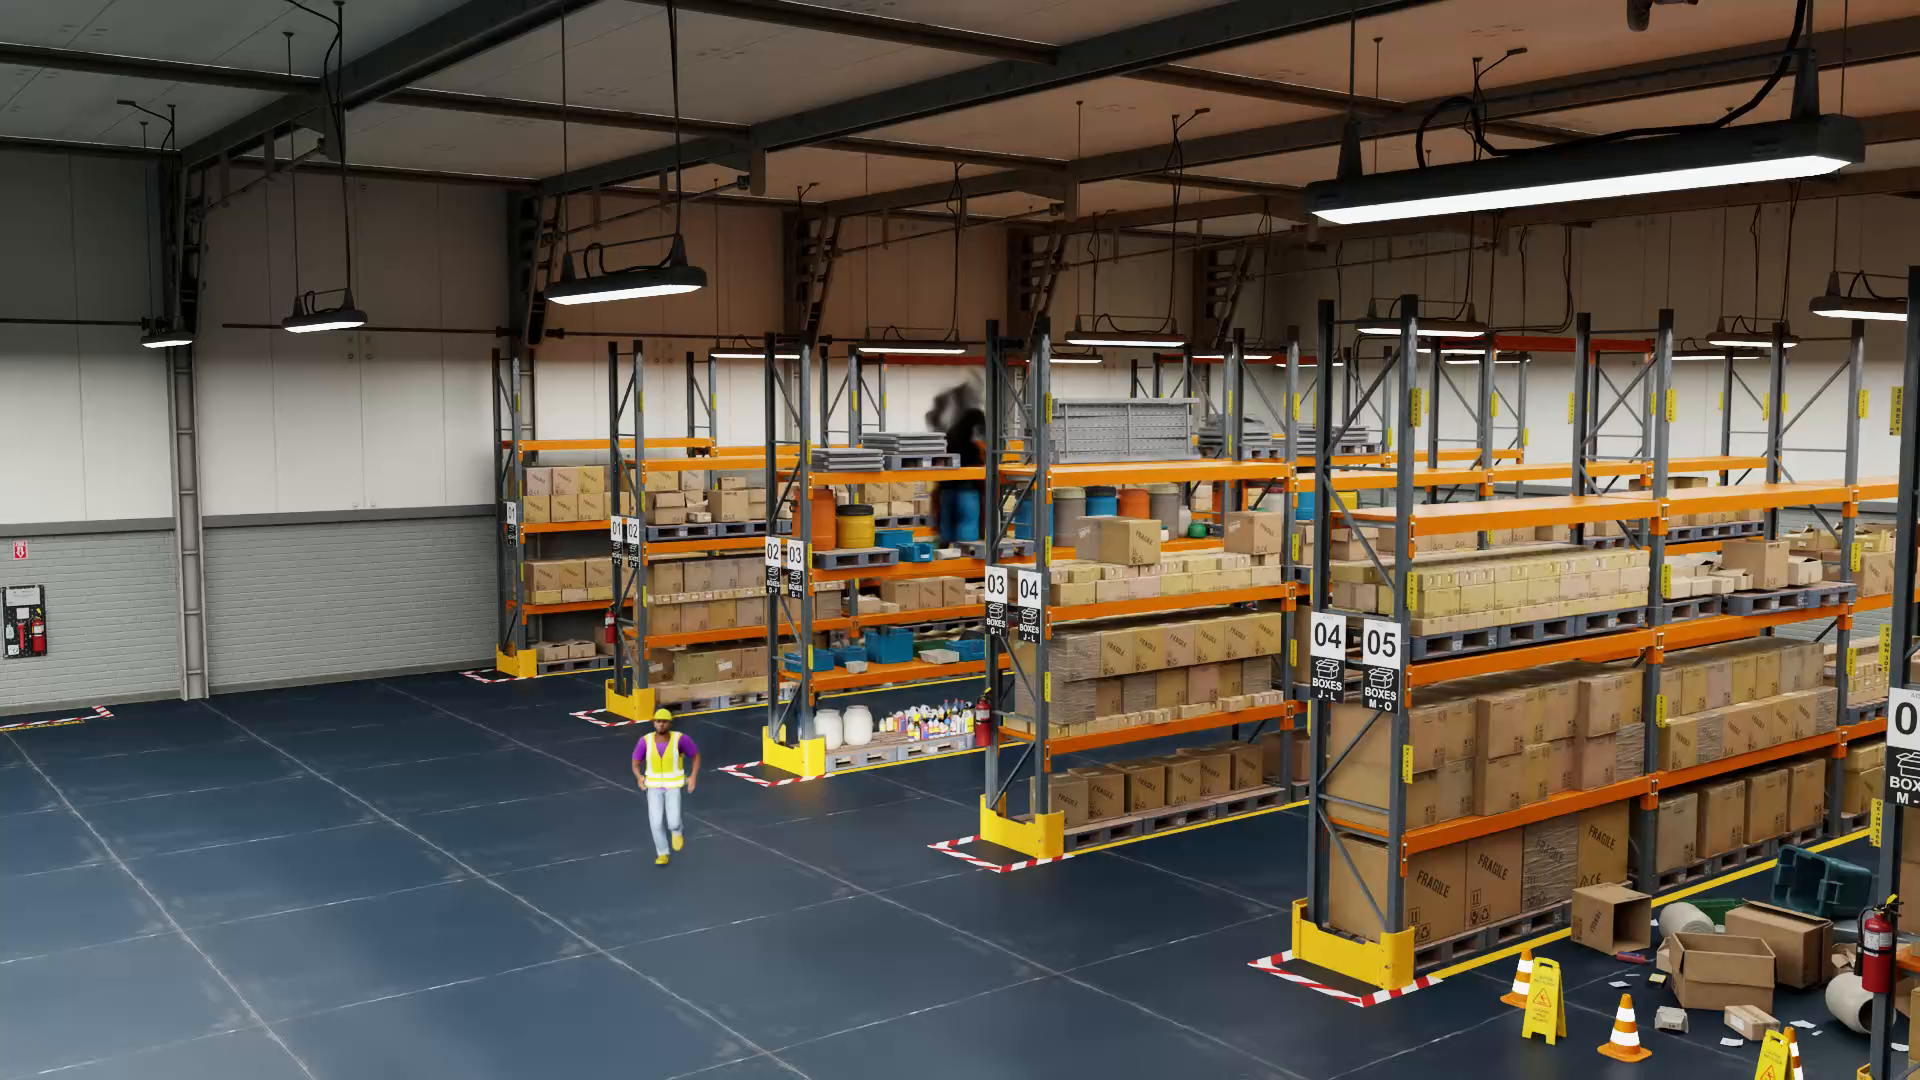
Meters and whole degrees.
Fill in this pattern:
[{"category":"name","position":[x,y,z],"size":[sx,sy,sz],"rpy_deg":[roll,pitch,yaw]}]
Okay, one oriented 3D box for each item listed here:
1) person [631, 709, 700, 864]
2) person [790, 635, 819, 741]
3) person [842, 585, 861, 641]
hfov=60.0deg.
[{"category":"person","position":[-3.243,2.700,18.300],"size":[0.753,1.724,0.614],"rpy_deg":[0,5,-3]},{"category":"person","position":[-2.285,2.196,24.727],"size":[0.510,1.607,0.676],"rpy_deg":[5,7,44]},{"category":"person","position":[-1.994,1.591,31.216],"size":[0.597,1.656,0.803],"rpy_deg":[5,7,45]}]
